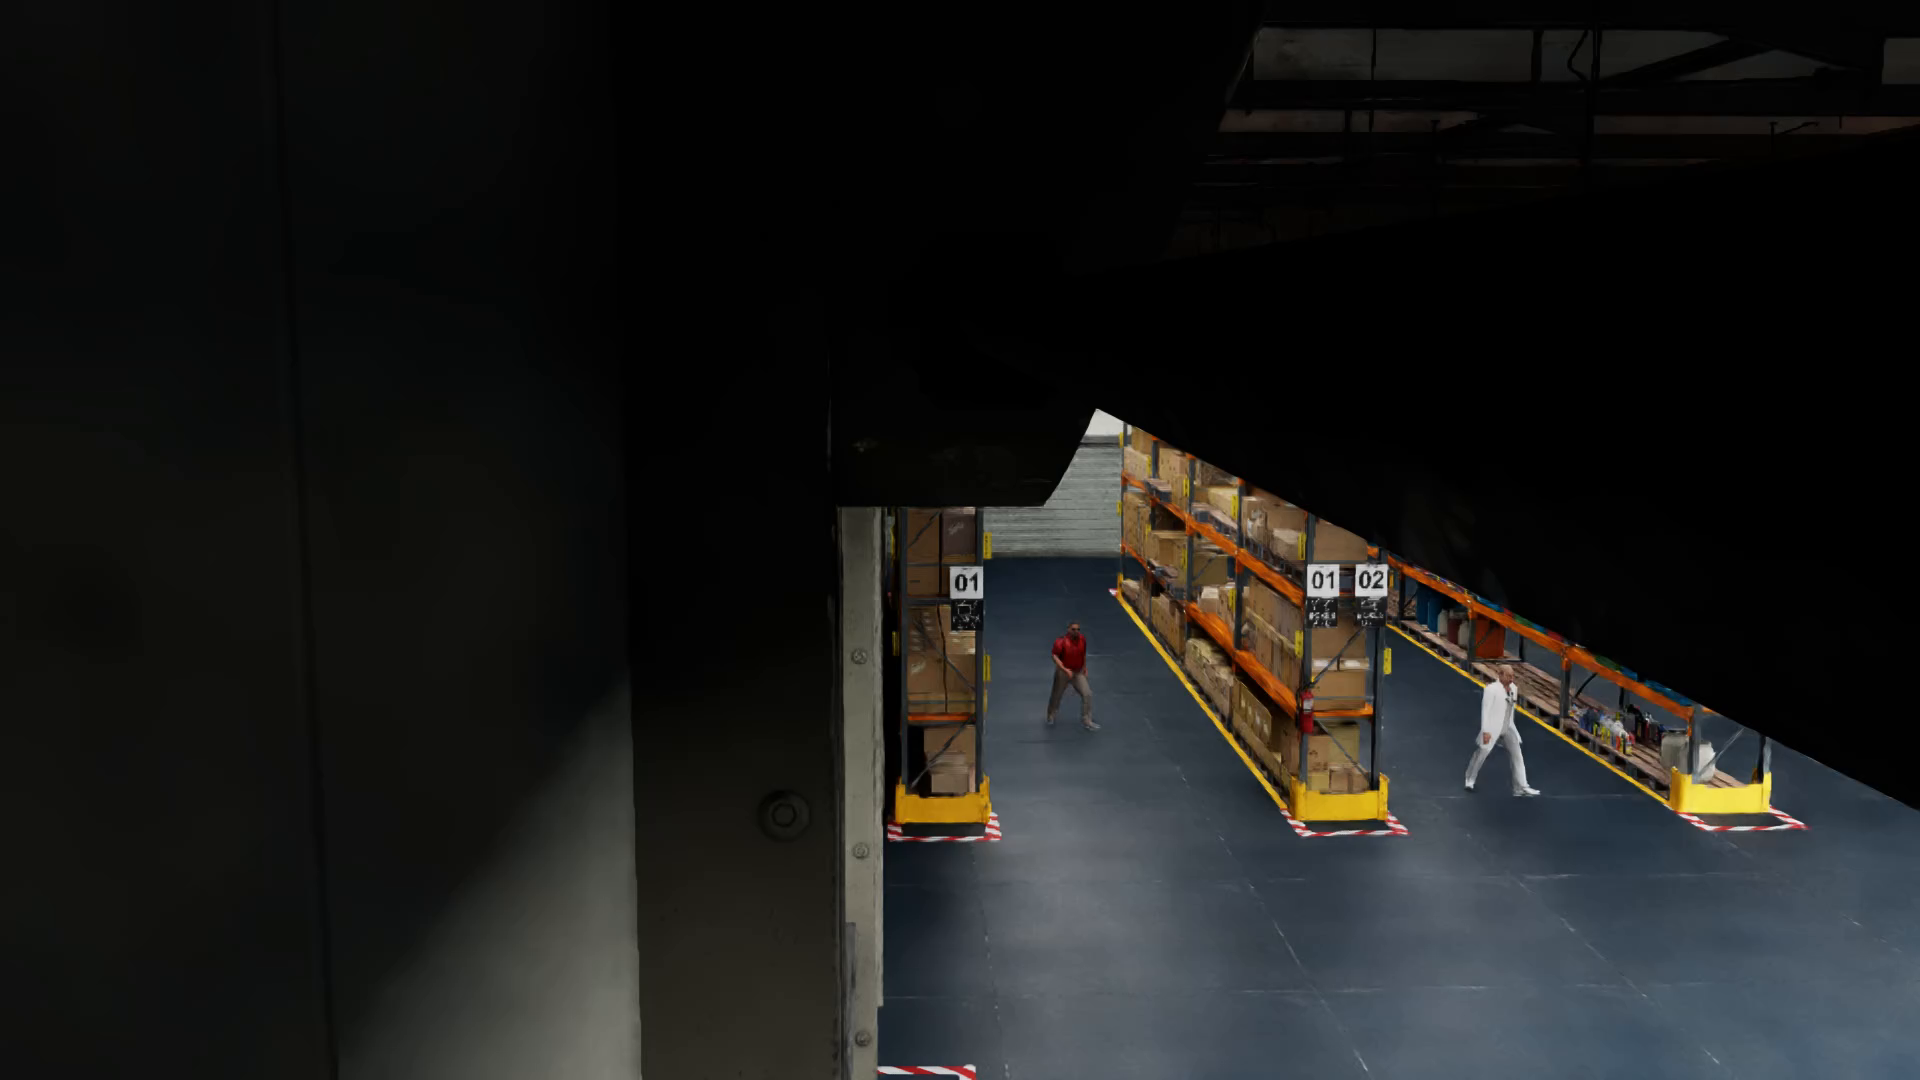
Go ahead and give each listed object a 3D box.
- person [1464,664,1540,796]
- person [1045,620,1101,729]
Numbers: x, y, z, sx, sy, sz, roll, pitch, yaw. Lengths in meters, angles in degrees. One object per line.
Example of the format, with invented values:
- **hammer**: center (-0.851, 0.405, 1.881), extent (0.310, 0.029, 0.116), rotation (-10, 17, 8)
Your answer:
- **person**: center (7.031, 2.450, 21.628), extent (0.635, 1.735, 1.030), rotation (-4, 9, -24)
- **person**: center (1.667, 1.995, 25.008), extent (0.690, 1.657, 0.844), rotation (-3, 8, -19)
